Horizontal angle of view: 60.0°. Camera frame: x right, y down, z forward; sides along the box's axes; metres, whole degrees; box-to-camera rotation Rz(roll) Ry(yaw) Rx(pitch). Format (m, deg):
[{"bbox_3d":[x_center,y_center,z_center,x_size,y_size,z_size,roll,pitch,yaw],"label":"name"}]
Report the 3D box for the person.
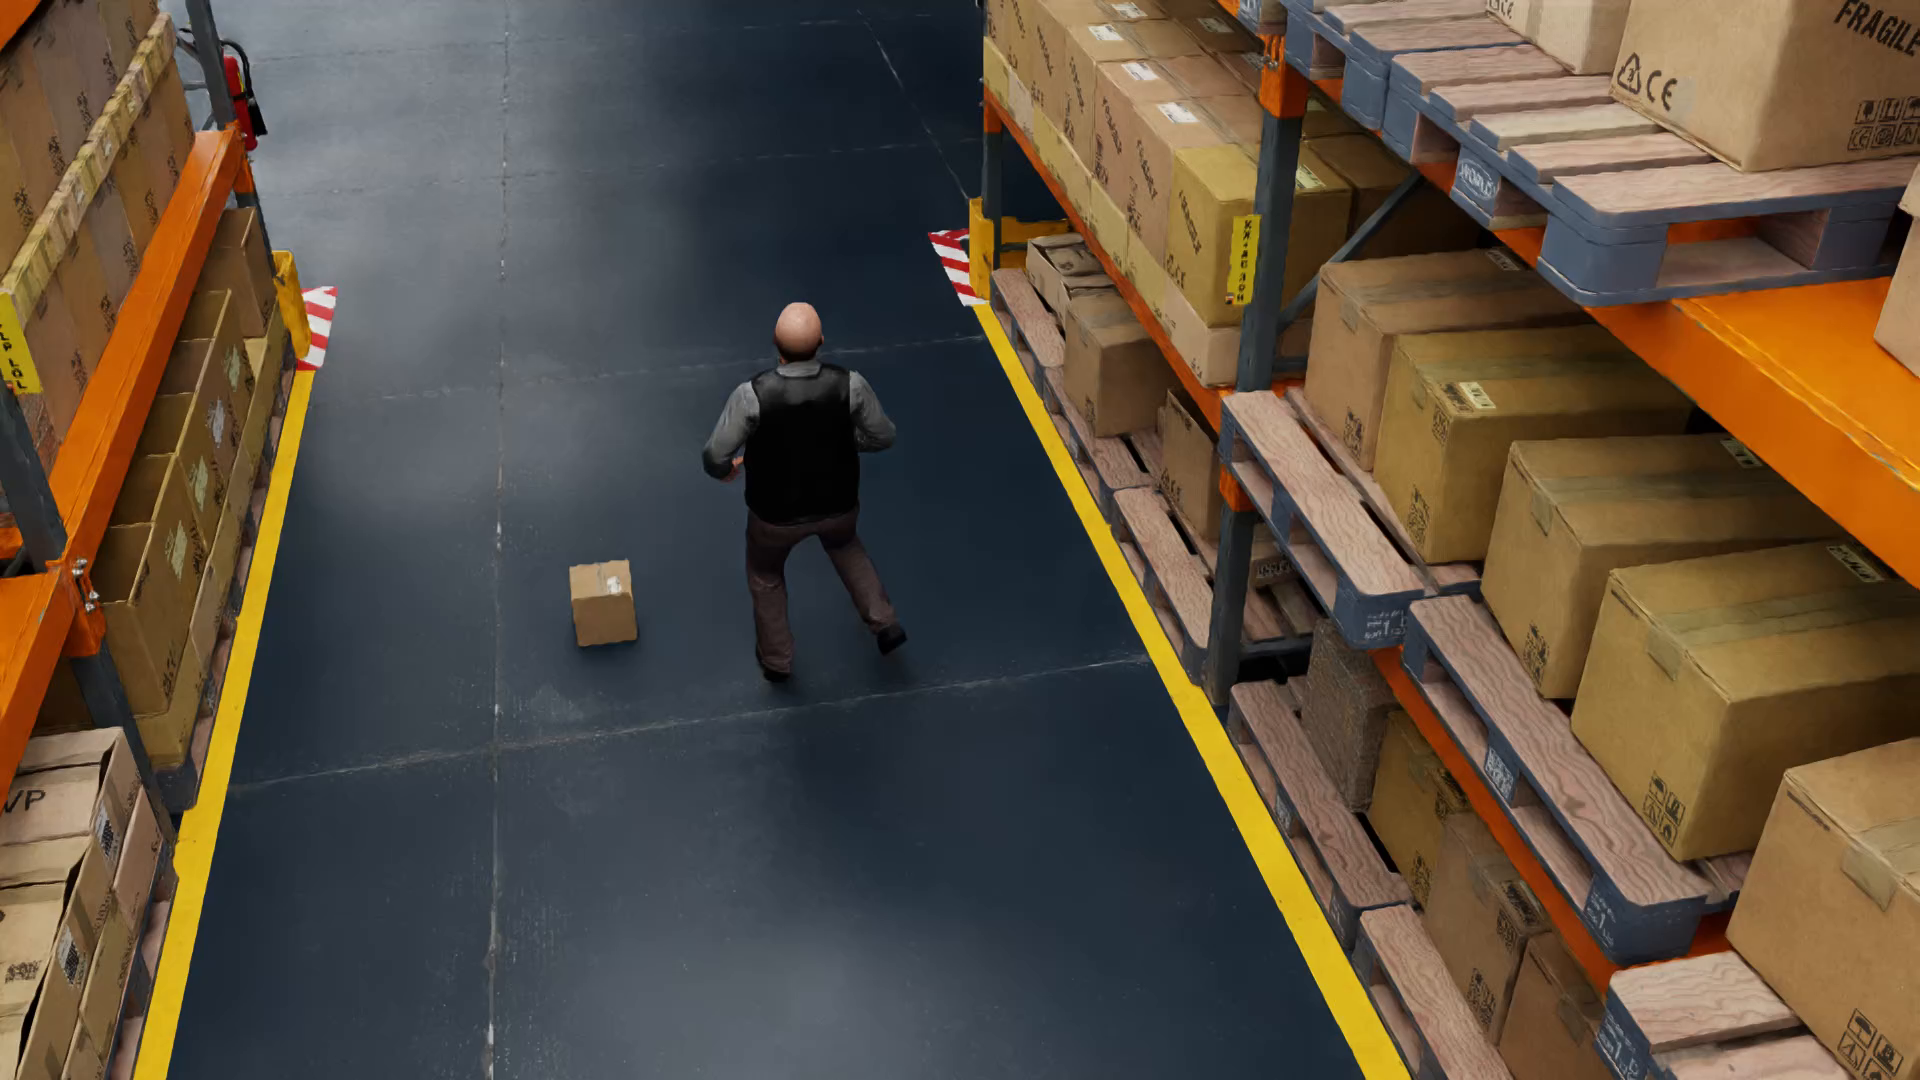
[{"bbox_3d":[-0.612,-0.166,6.442,0.772,1.692,0.491,-12,36,-17],"label":"person"}]
